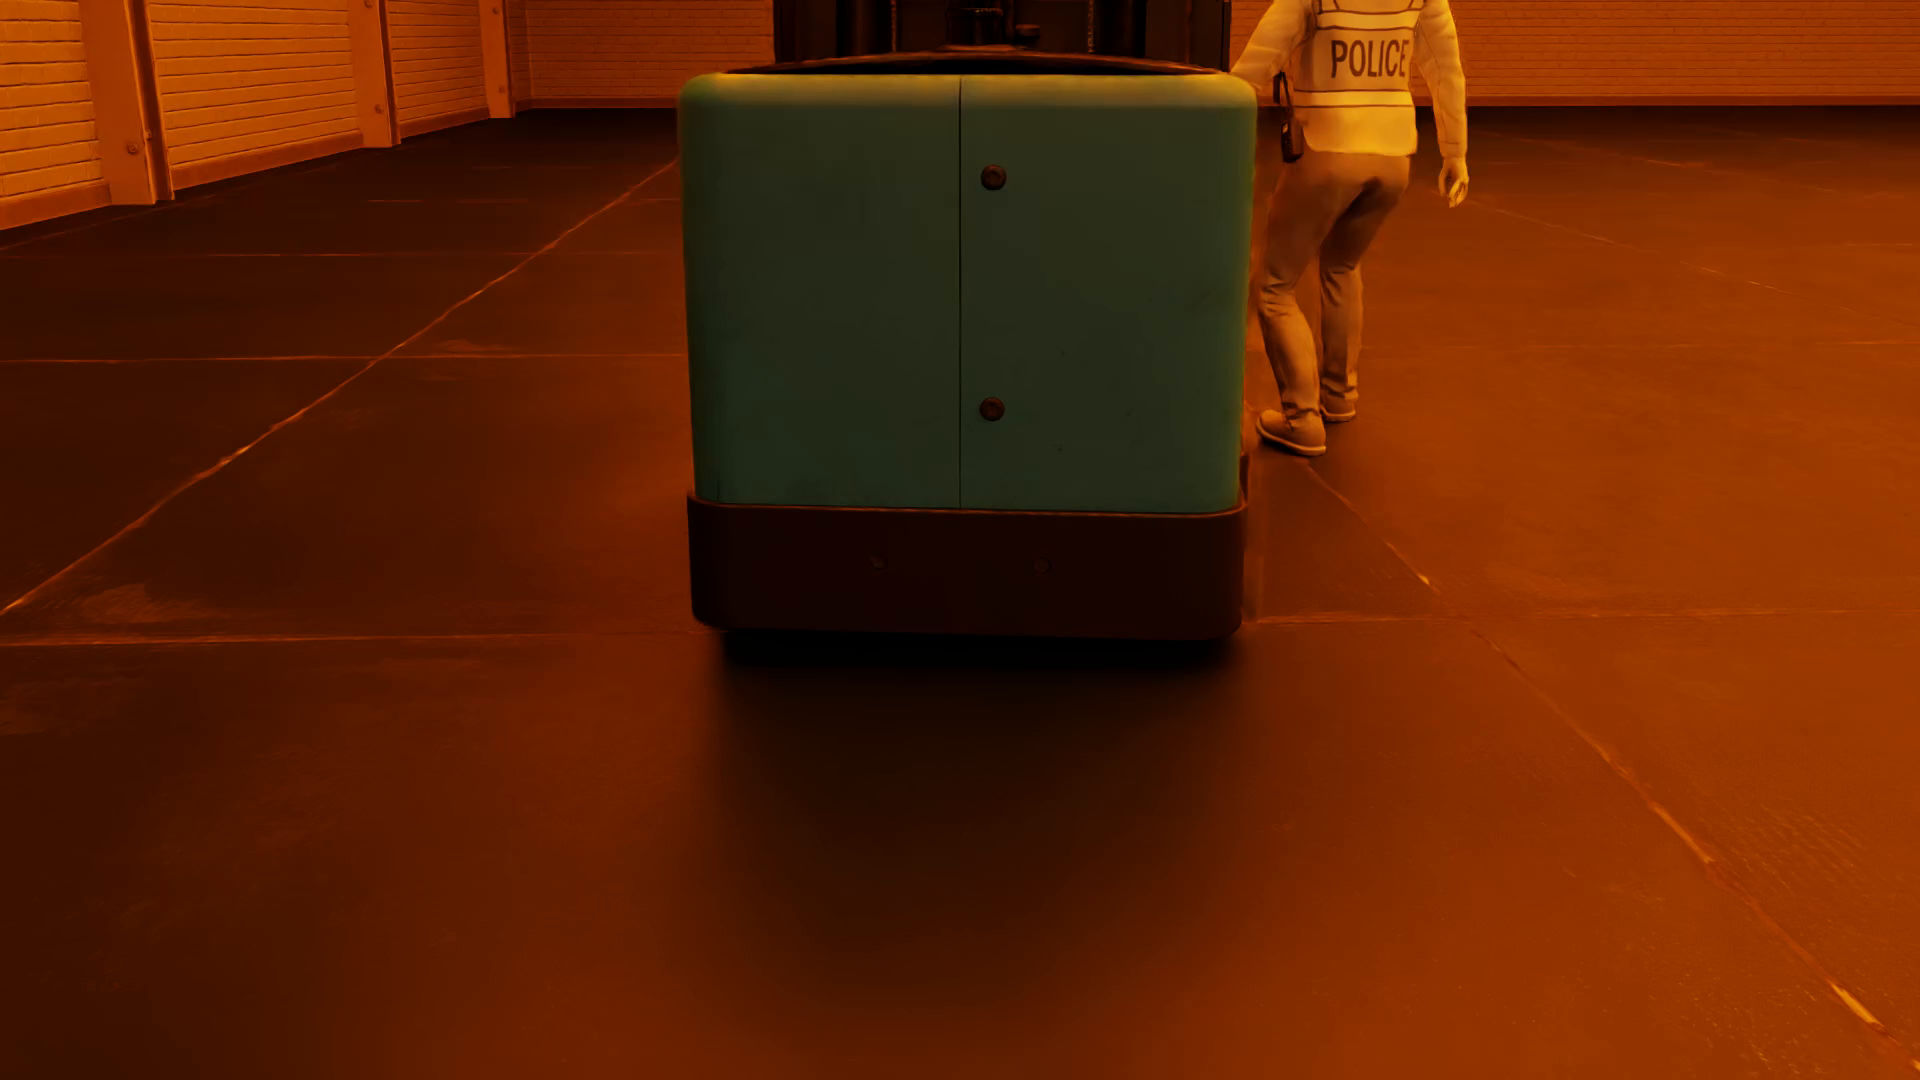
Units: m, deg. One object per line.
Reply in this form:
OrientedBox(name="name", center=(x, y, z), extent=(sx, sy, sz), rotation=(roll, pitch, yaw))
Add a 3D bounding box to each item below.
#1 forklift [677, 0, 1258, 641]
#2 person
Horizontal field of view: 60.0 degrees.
OrientedBox(name="forklift", center=(0.118, -1.597, 4.130), extent=(1.130, 2.935, 3.031), rotation=(1, 17, 4))
OrientedBox(name="person", center=(1.064, -1.095, 4.775), extent=(0.722, 1.586, 0.615), rotation=(-6, 18, -20))
